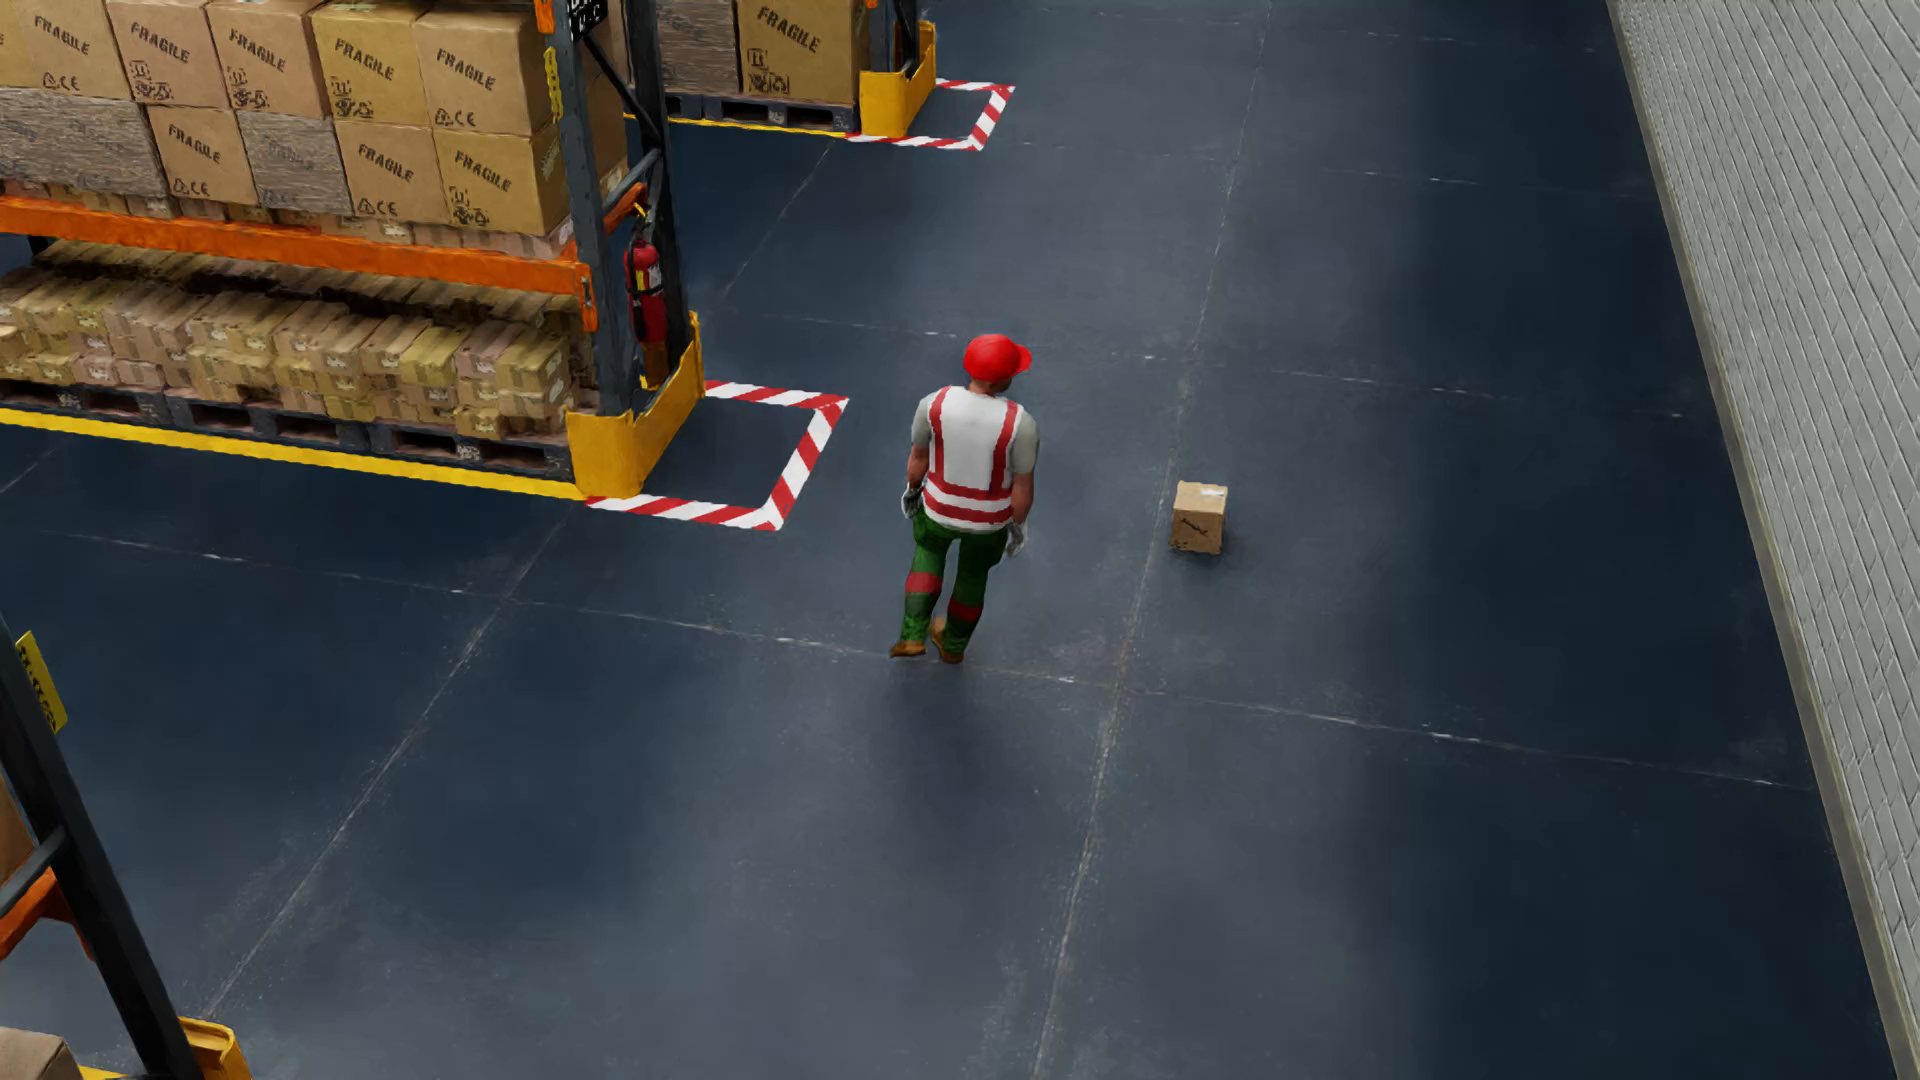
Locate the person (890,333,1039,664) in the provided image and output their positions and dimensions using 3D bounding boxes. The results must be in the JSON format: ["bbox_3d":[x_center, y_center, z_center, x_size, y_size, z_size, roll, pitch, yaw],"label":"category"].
[{"bbox_3d":[0.019,-0.141,7.162,0.649,1.762,0.516,6,37,8],"label":"person"}]
